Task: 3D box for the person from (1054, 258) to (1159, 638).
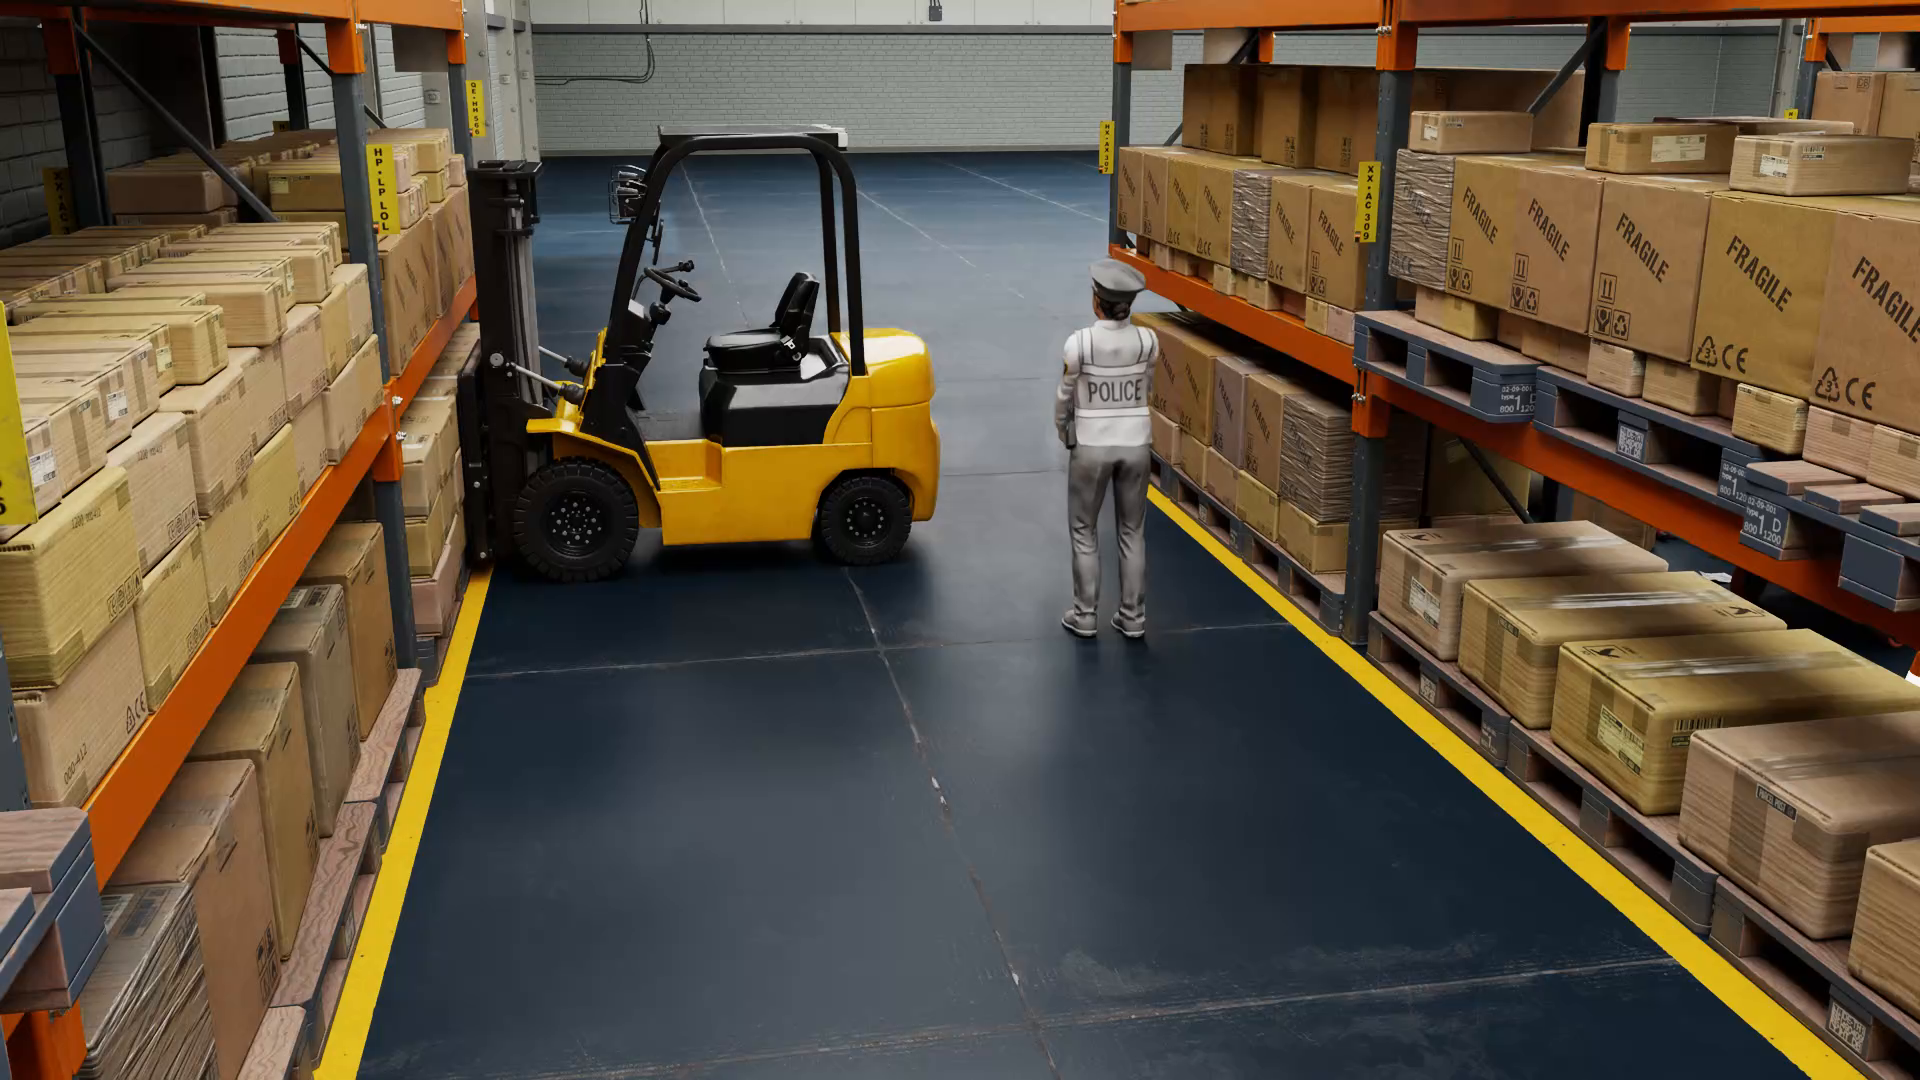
[{"bbox_3d":[0.635,-0.405,7.371,0.435,1.691,0.526,-3,17,-11],"label":"person"}]
